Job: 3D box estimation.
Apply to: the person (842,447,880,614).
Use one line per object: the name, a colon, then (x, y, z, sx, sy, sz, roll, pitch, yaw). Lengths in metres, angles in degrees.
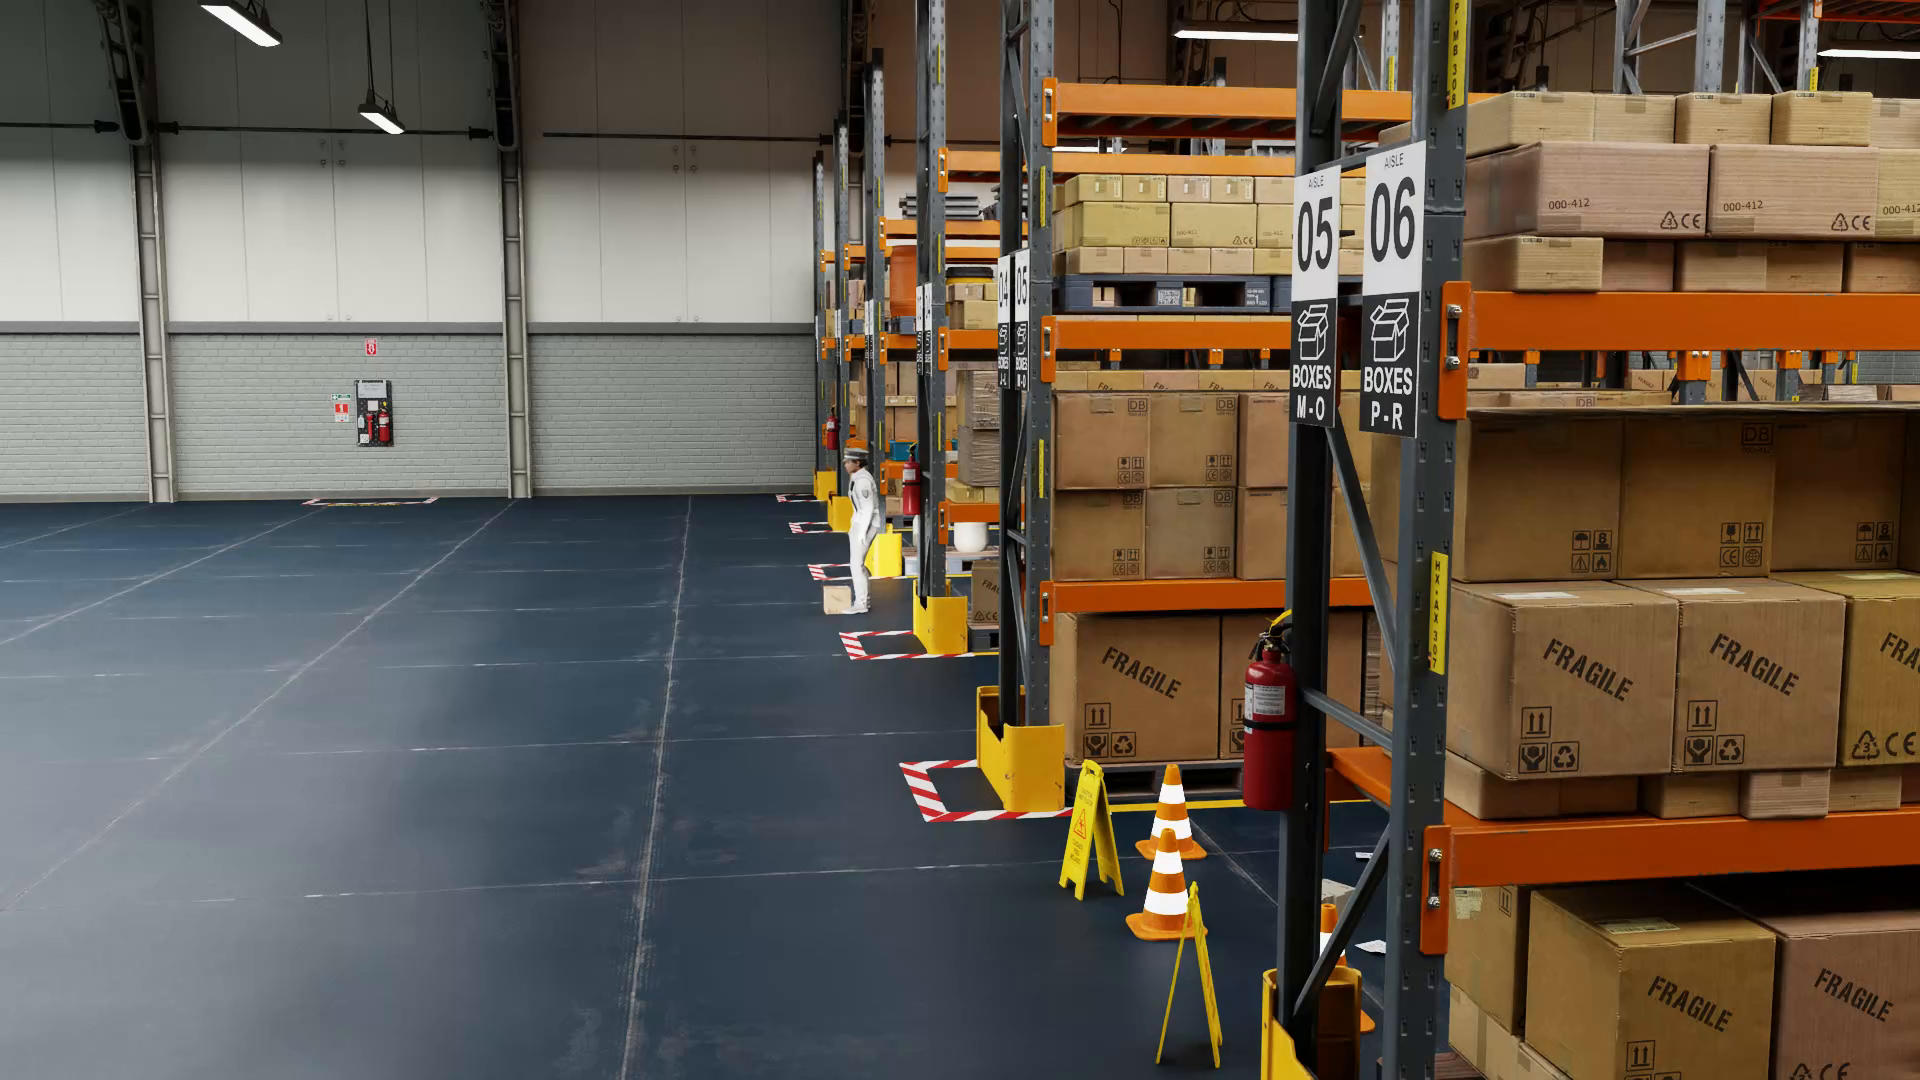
person: (-1.015, -0.101, 16.701, 0.414, 1.662, 0.539, -1, 7, -12)
